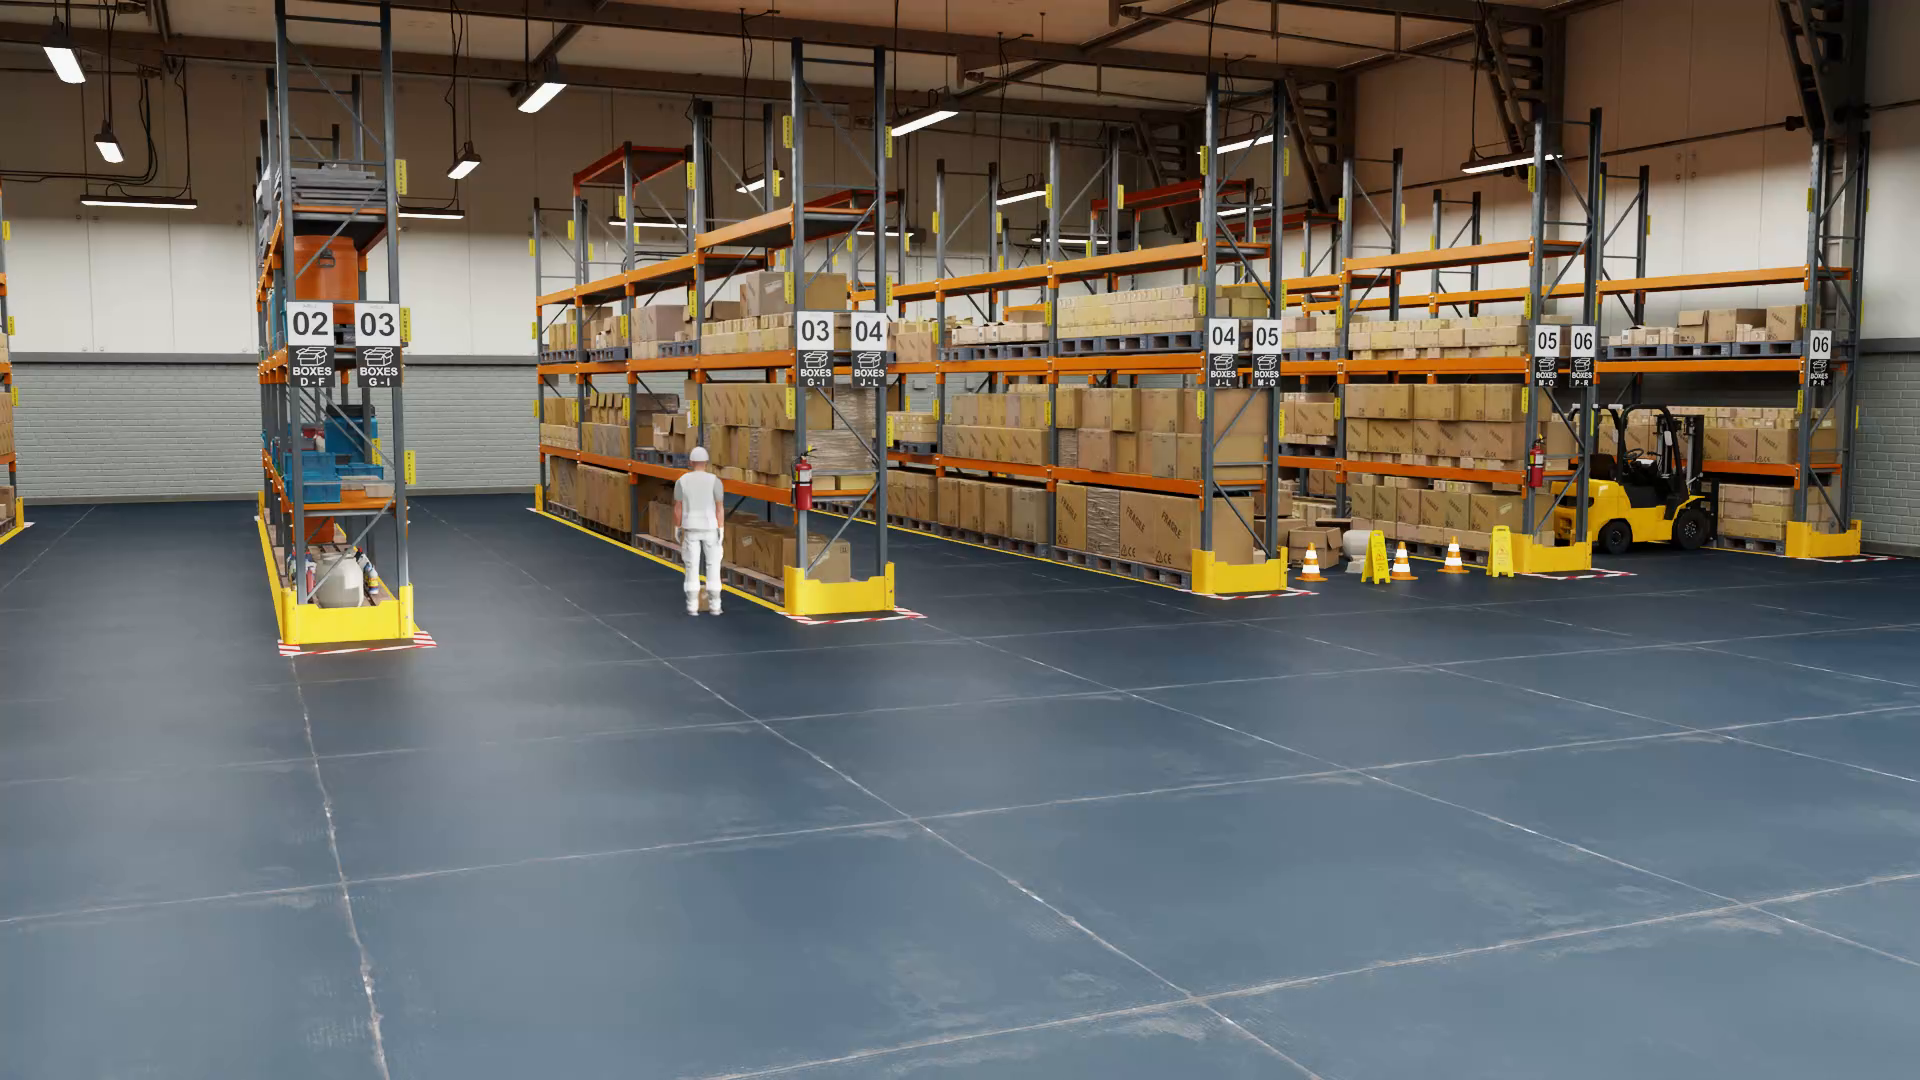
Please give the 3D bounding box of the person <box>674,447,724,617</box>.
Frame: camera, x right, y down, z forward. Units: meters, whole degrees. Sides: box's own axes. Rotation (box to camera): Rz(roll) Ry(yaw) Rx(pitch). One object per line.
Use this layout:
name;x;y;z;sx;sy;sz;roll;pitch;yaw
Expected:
person;-2.751;-0.097;17.610;0.529;1.787;0.387;0;5;-1
